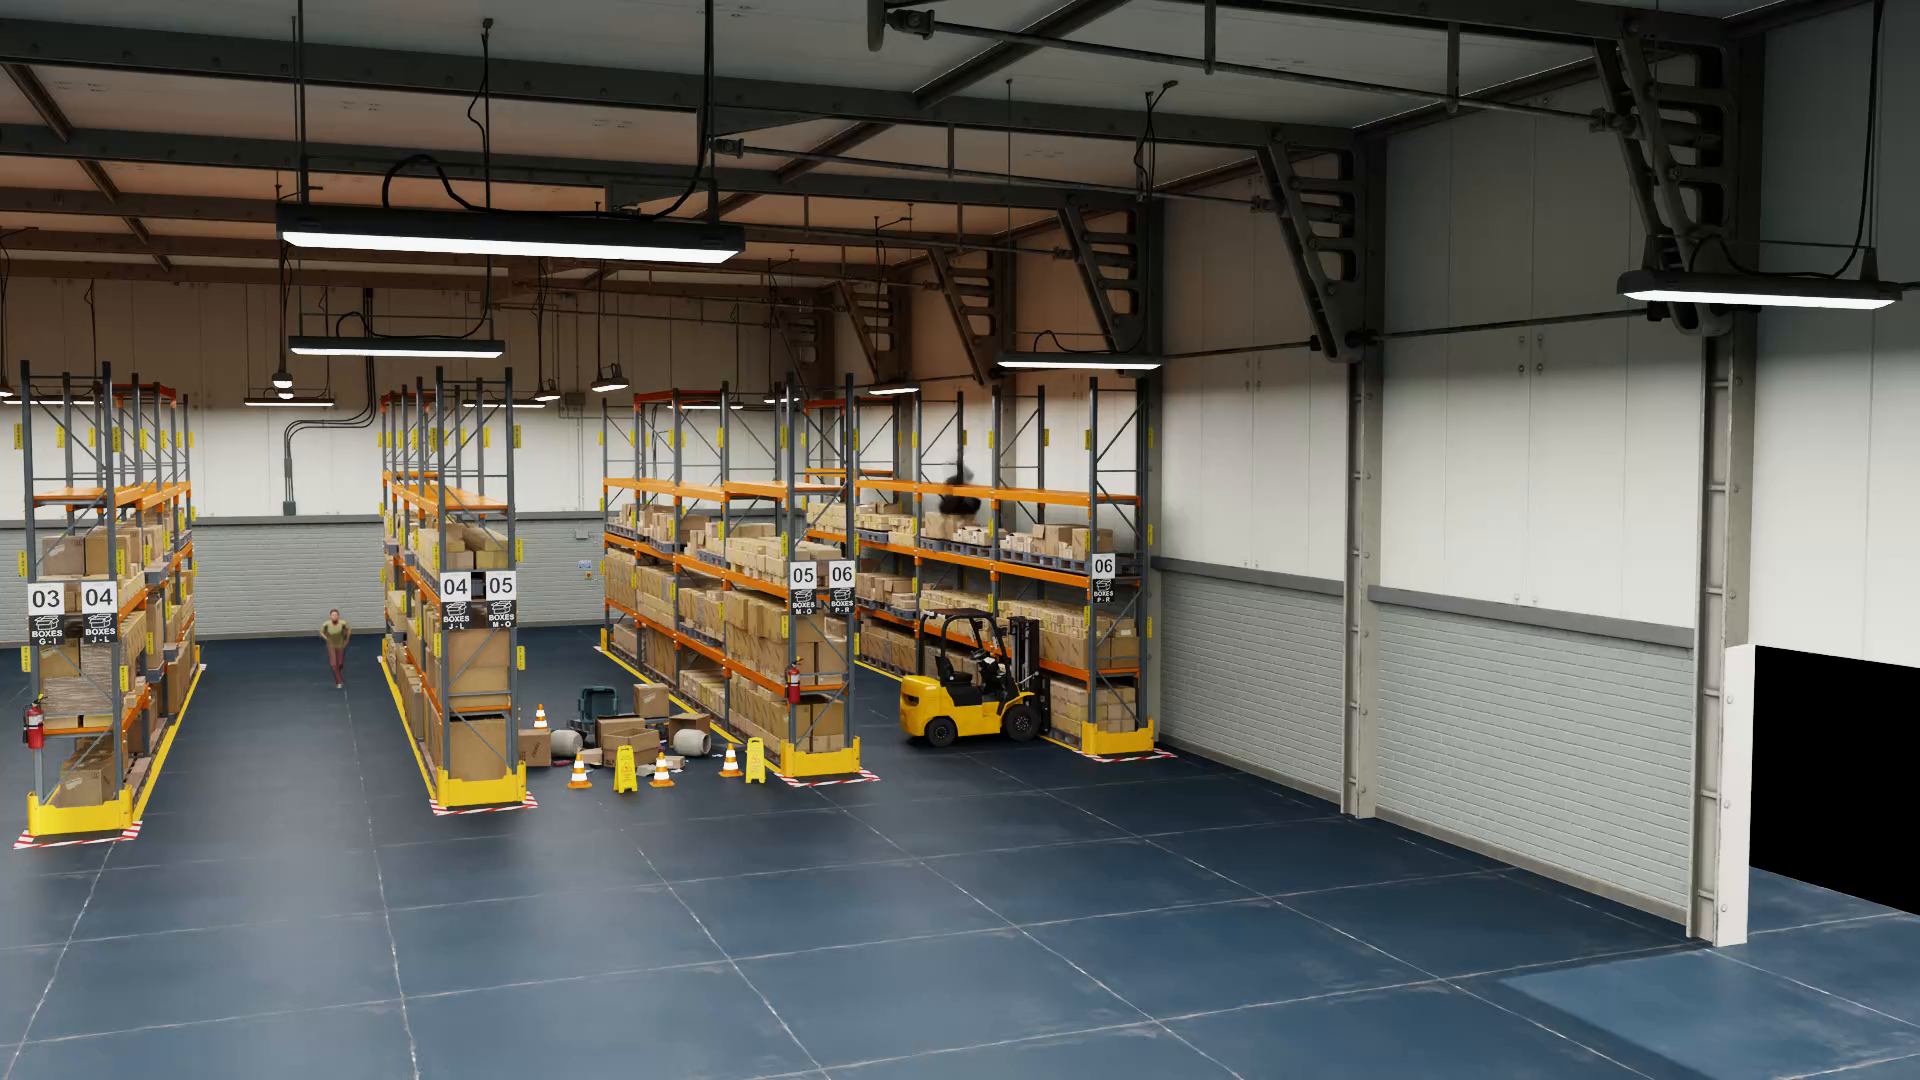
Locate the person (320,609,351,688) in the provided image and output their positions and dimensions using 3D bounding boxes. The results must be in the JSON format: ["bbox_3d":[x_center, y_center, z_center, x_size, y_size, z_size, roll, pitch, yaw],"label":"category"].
[{"bbox_3d":[-12.650,2.196,33.714,0.569,1.622,0.685,-1,4,-17],"label":"person"}]
